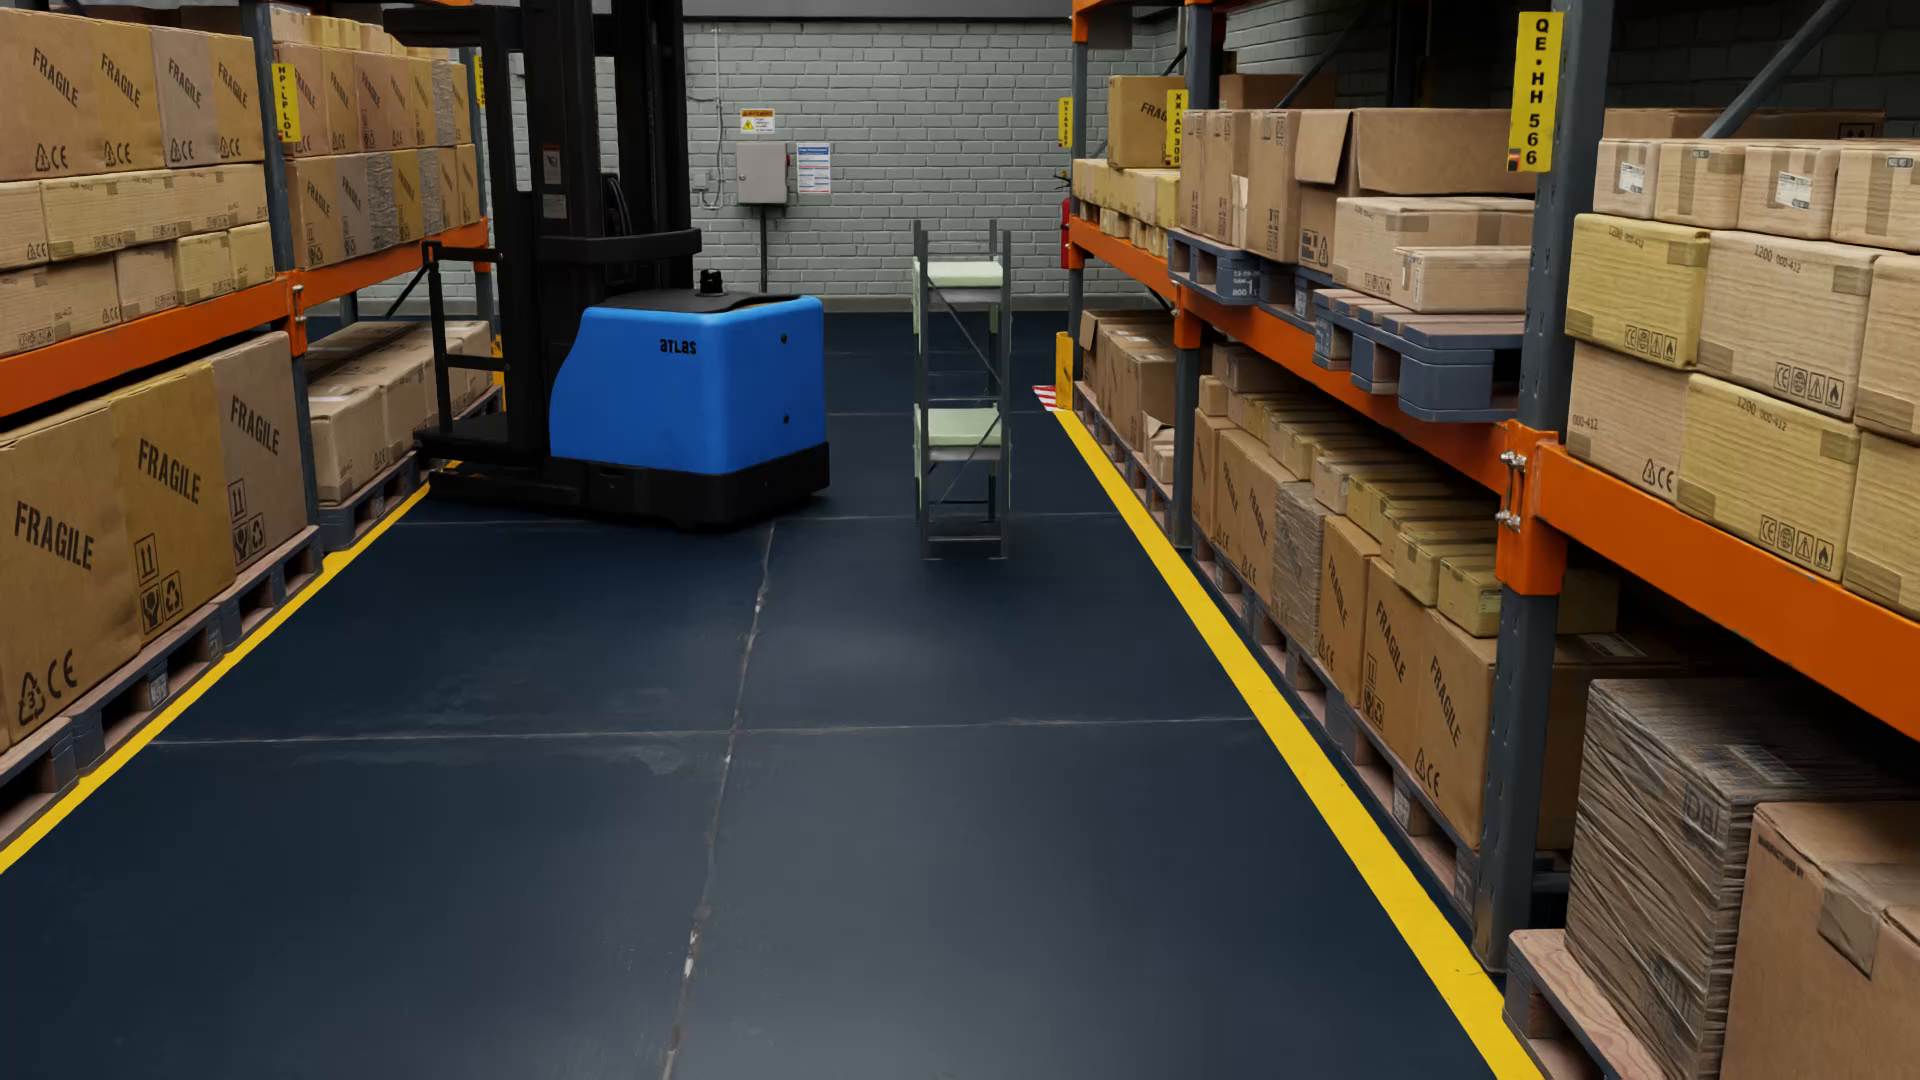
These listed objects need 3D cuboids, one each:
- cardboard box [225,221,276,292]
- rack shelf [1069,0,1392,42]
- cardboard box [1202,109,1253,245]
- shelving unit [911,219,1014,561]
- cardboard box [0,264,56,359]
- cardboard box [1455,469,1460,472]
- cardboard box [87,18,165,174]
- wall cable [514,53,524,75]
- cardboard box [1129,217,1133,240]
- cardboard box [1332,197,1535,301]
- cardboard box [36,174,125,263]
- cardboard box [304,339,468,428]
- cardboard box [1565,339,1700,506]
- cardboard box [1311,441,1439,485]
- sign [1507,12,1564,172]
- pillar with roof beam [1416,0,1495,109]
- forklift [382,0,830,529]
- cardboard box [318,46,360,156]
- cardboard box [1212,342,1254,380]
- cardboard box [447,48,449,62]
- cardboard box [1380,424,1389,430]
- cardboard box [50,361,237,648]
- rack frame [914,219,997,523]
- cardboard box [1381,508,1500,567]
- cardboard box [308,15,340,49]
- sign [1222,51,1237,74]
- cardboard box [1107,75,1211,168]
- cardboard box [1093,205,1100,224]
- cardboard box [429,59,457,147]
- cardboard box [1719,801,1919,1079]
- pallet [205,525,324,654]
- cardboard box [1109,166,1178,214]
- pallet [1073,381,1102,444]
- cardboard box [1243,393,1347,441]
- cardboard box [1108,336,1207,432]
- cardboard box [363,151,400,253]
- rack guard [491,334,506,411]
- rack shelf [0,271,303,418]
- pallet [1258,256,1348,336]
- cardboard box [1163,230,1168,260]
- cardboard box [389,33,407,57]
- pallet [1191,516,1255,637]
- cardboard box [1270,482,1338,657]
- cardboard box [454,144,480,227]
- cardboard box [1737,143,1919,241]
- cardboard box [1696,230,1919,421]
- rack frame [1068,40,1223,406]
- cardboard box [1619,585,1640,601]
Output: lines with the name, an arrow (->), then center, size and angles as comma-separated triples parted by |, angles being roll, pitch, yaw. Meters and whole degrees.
cardboard box -> -3.165, -1.169, 6.850 | 0.500, 0.250, 0.500 | -1, 14, -5
rack shelf -> 1.386, -3.028, 9.200 | 1.077, 0.370, 4.000 | -1, 14, -3
cardboard box -> 1.349, -1.426, 6.505 | 0.700, 0.500, 0.500 | -1, 14, -3
shelving unit -> 0.000, -0.725, 7.833 | 0.431, 1.500, 0.755 | -1, 14, -3
cardboard box -> -3.052, -0.665, 4.893 | 0.500, 0.250, 0.500 | 0, 14, -2
cardboard box -> 1.903, -0.194, 5.633 | 0.380, 0.149, 0.250 | -1, 14, -3
cardboard box -> -3.114, -1.519, 5.705 | 0.500, 0.500, 0.500 | 0, 14, -2
wall cable -> -4.065, -4.253, 16.435 | 0.585, 1.953, 0.123 | -1, 14, -3
cardboard box -> 1.160, -1.764, 9.368 | 0.380, 0.149, 0.250 | -1, 14, -4
cardboard box -> 1.369, -0.820, 4.652 | 0.500, 0.250, 0.500 | -2, 15, -6
cardboard box -> -3.049, -1.033, 5.318 | 0.500, 0.250, 0.500 | -1, 14, -2
cardboard box -> -3.486, -0.916, 9.867 | 0.875, 0.438, 0.875 | 0, 14, -2
cardboard box -> 1.541, -0.245, 3.260 | 0.500, 0.250, 0.500 | -1, 14, -3
cardboard box -> 1.456, -0.250, 5.849 | 0.380, 0.149, 0.250 | -1, 14, -3
sign -> 1.217, -0.943, 3.509 | 0.100, 0.325, 0.005 | -1, 14, -3
pillar with roof beam -> -1.930, -4.453, 7.272 | 9.100, 9.000, 0.400 | -1, 14, -3
forklift -> -2.242, -1.711, 8.795 | 3.031, 2.935, 1.130 | 7, 16, 27
cardboard box -> -3.257, -2.130, 8.076 | 0.500, 0.500, 0.500 | -1, 14, -4
cardboard box -> 1.327, -0.785, 7.333 | 0.380, 0.149, 0.250 | -1, 14, -4
cardboard box -> -3.470, -3.104, 10.563 | 0.380, 0.149, 0.250 | -1, 14, -3
cardboard box -> 1.908, -0.458, 6.657 | 0.380, 0.149, 0.250 | -2, 15, -6
cardboard box -> -3.262, -0.146, 5.995 | 0.875, 0.875, 0.875 | 0, 14, -2
rack frame -> -0.022, -0.816, 8.187 | 0.400, 1.500, 0.023 | -1, 14, -3
cardboard box -> 1.454, 0.009, 4.844 | 0.380, 0.149, 0.250 | -1, 14, -5
cardboard box -> -3.249, -2.468, 8.088 | 0.380, 0.149, 0.250 | -1, 14, -4
sign -> 1.817, -3.139, 11.248 | 0.100, 0.325, 0.005 | -1, 14, -3
cardboard box -> 1.115, -2.366, 9.401 | 0.500, 0.500, 0.500 | -1, 14, -2
cardboard box -> 1.071, -2.151, 10.872 | 0.380, 0.149, 0.250 | -1, 14, -2
cardboard box -> -3.363, -2.631, 10.024 | 0.500, 0.500, 0.500 | -1, 14, -3
cardboard box -> 1.831, 0.833, 2.694 | 0.875, 0.625, 0.625 | 0, 14, -2
pallet -> -3.321, 0.192, 6.856 | 1.003, 0.211, 1.213 | -1, 14, -3
cardboard box -> 1.140, -1.998, 9.474 | 0.500, 0.250, 0.500 | -1, 14, -5
pallet -> 1.317, -0.854, 10.921 | 1.003, 0.211, 1.213 | -1, 14, -3
cardboard box -> 1.388, -0.509, 6.856 | 0.380, 0.149, 0.250 | -2, 15, -6
cardboard box -> 1.152, -0.914, 9.734 | 0.500, 0.500, 0.500 | -1, 14, -2
cardboard box -> -3.263, -1.767, 8.674 | 0.500, 0.500, 0.500 | -1, 14, -3
rack guard -> -3.693, -1.139, 11.451 | 1.175, 0.500, 0.348 | -1, 14, -3
rack shelf -> -3.320, -0.503, 5.406 | 1.077, 0.370, 4.000 | -1, 14, -3
pallet -> 1.633, -0.822, 5.588 | 1.003, 0.211, 1.213 | -1, 14, -3
cardboard box -> 1.200, -1.445, 8.126 | 0.380, 0.149, 0.250 | 0, 14, -2
cardboard box -> -3.336, -2.788, 9.333 | 0.380, 0.149, 0.250 | -1, 14, -2
pallet -> 1.598, 0.126, 7.115 | 1.003, 0.211, 1.213 | -1, 14, -3
cardboard box -> 1.411, 0.090, 5.831 | 0.500, 0.500, 0.500 | -1, 14, -5
cardboard box -> -3.398, -2.276, 10.653 | 0.500, 0.500, 0.500 | -1, 14, -3
cardboard box -> 1.543, -0.581, 2.761 | 0.380, 0.149, 0.250 | 0, 14, -2
cardboard box -> 1.571, -0.363, 2.714 | 0.500, 0.250, 0.500 | 0, 14, -2
rack frame -> 1.262, -2.421, 11.418 | 1.000, 3.000, 0.127 | -1, 14, -3
cardboard box -> 2.001, 0.344, 4.844 | 0.500, 0.500, 0.500 | -1, 14, -3
